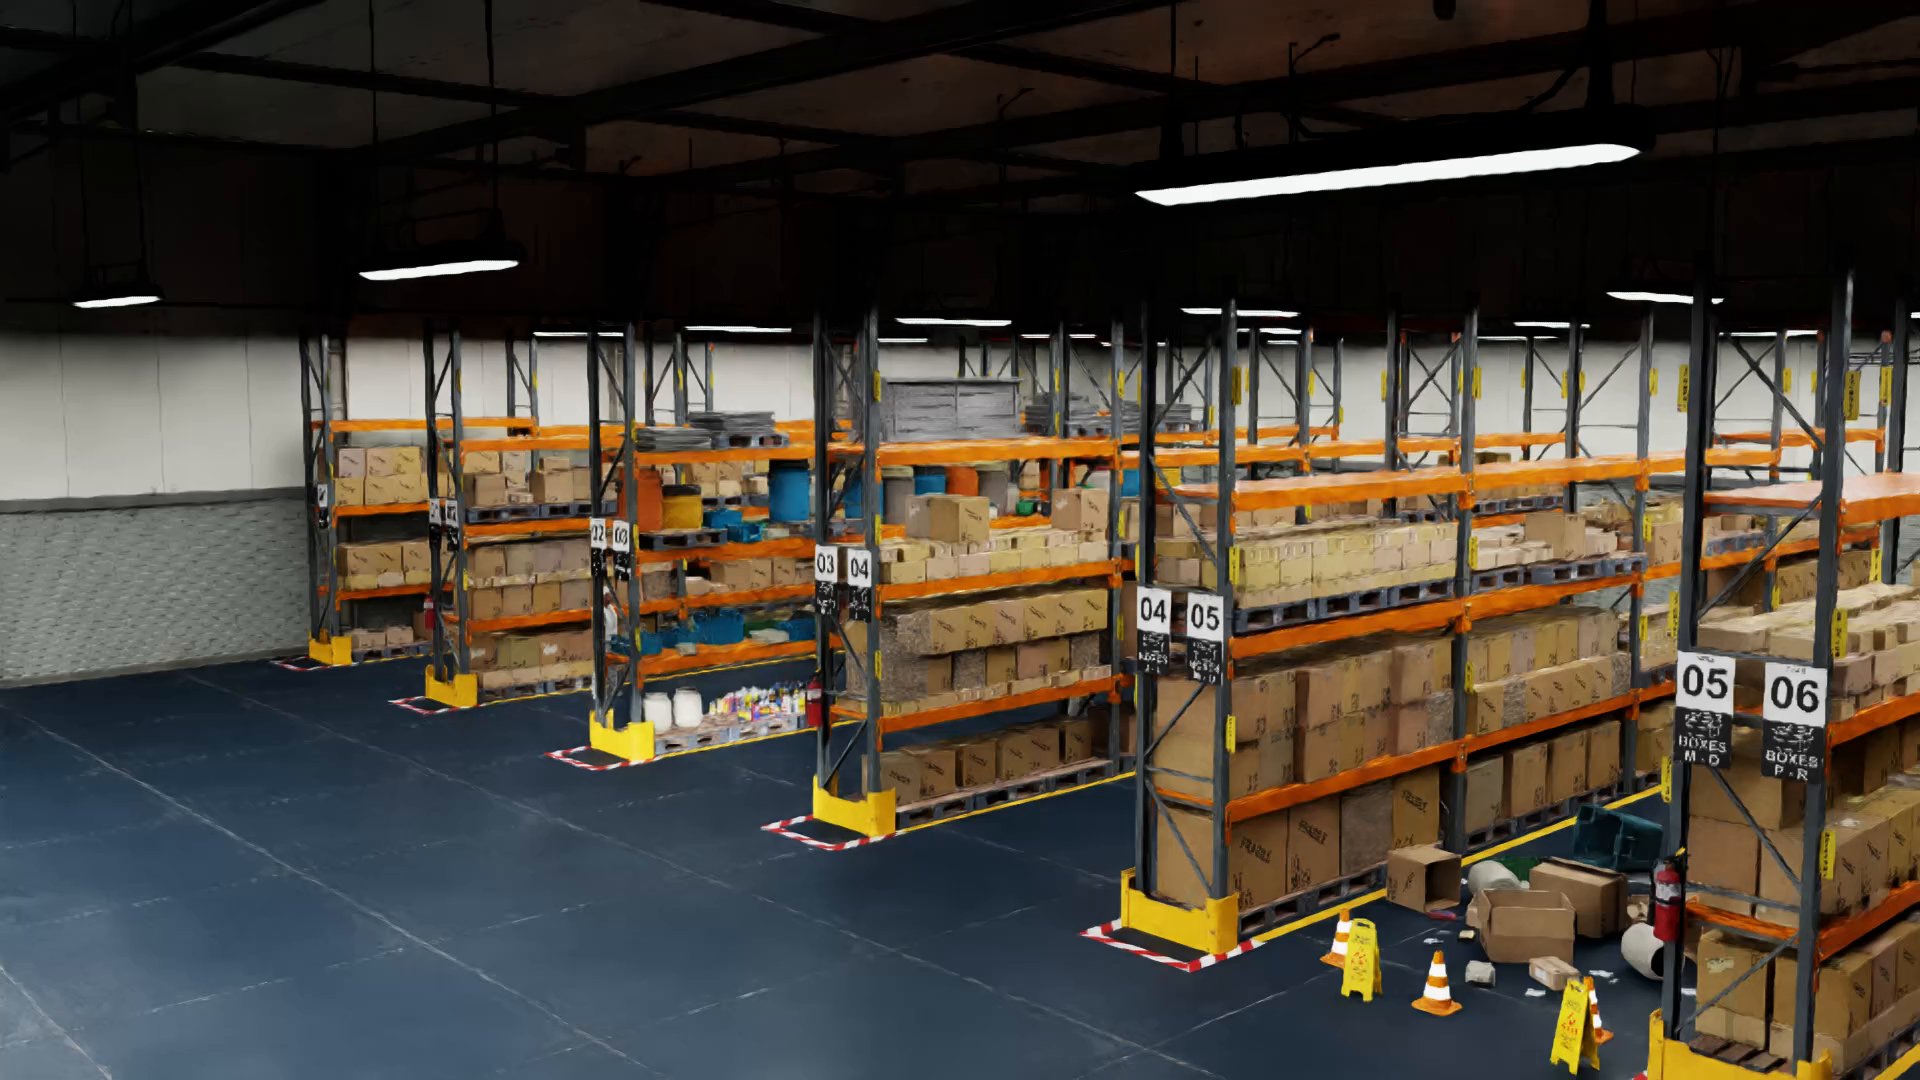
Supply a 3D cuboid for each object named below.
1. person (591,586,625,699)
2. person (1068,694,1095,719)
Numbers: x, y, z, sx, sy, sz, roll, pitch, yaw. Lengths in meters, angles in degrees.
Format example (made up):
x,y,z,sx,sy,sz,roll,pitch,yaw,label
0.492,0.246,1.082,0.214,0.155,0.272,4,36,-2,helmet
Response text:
x,y,z,sx,sy,sz,roll,pitch,yaw,label
-5.556,1.608,26.259,0.450,1.782,0.614,2,6,17,person
1.631,2.027,23.486,1.193,1.508,0.598,-5,8,-40,person
